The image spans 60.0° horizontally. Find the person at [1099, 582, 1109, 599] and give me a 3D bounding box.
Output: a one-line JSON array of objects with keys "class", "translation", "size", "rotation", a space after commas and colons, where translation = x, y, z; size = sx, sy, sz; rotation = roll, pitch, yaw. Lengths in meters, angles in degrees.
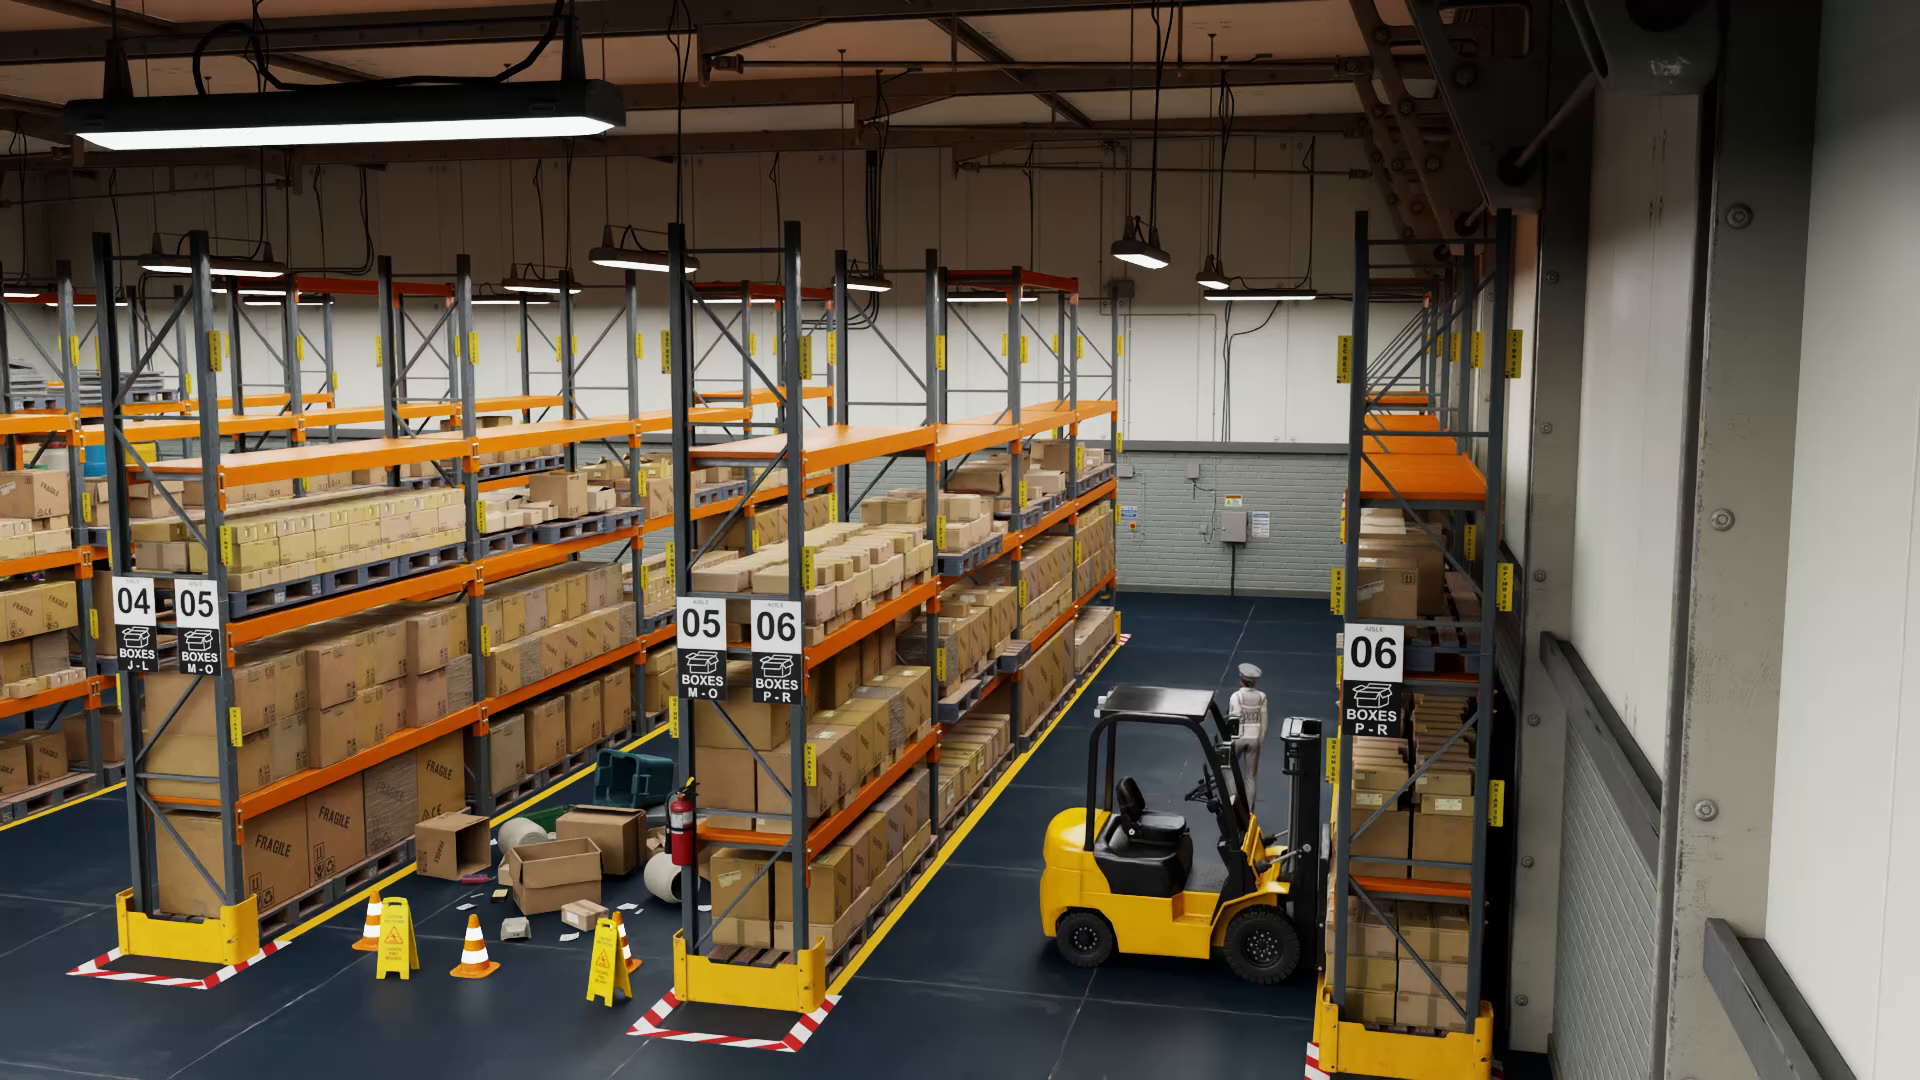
[{"class": "person", "translation": [2.591, 0.314, 32.622], "size": [0.927, 1.754, 0.584], "rotation": [-1, 7, -6]}]

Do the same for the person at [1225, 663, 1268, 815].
[{"class": "person", "translation": [3.075, 2.186, 17.773], "size": [0.481, 1.717, 0.525], "rotation": [0, 7, -3]}]
